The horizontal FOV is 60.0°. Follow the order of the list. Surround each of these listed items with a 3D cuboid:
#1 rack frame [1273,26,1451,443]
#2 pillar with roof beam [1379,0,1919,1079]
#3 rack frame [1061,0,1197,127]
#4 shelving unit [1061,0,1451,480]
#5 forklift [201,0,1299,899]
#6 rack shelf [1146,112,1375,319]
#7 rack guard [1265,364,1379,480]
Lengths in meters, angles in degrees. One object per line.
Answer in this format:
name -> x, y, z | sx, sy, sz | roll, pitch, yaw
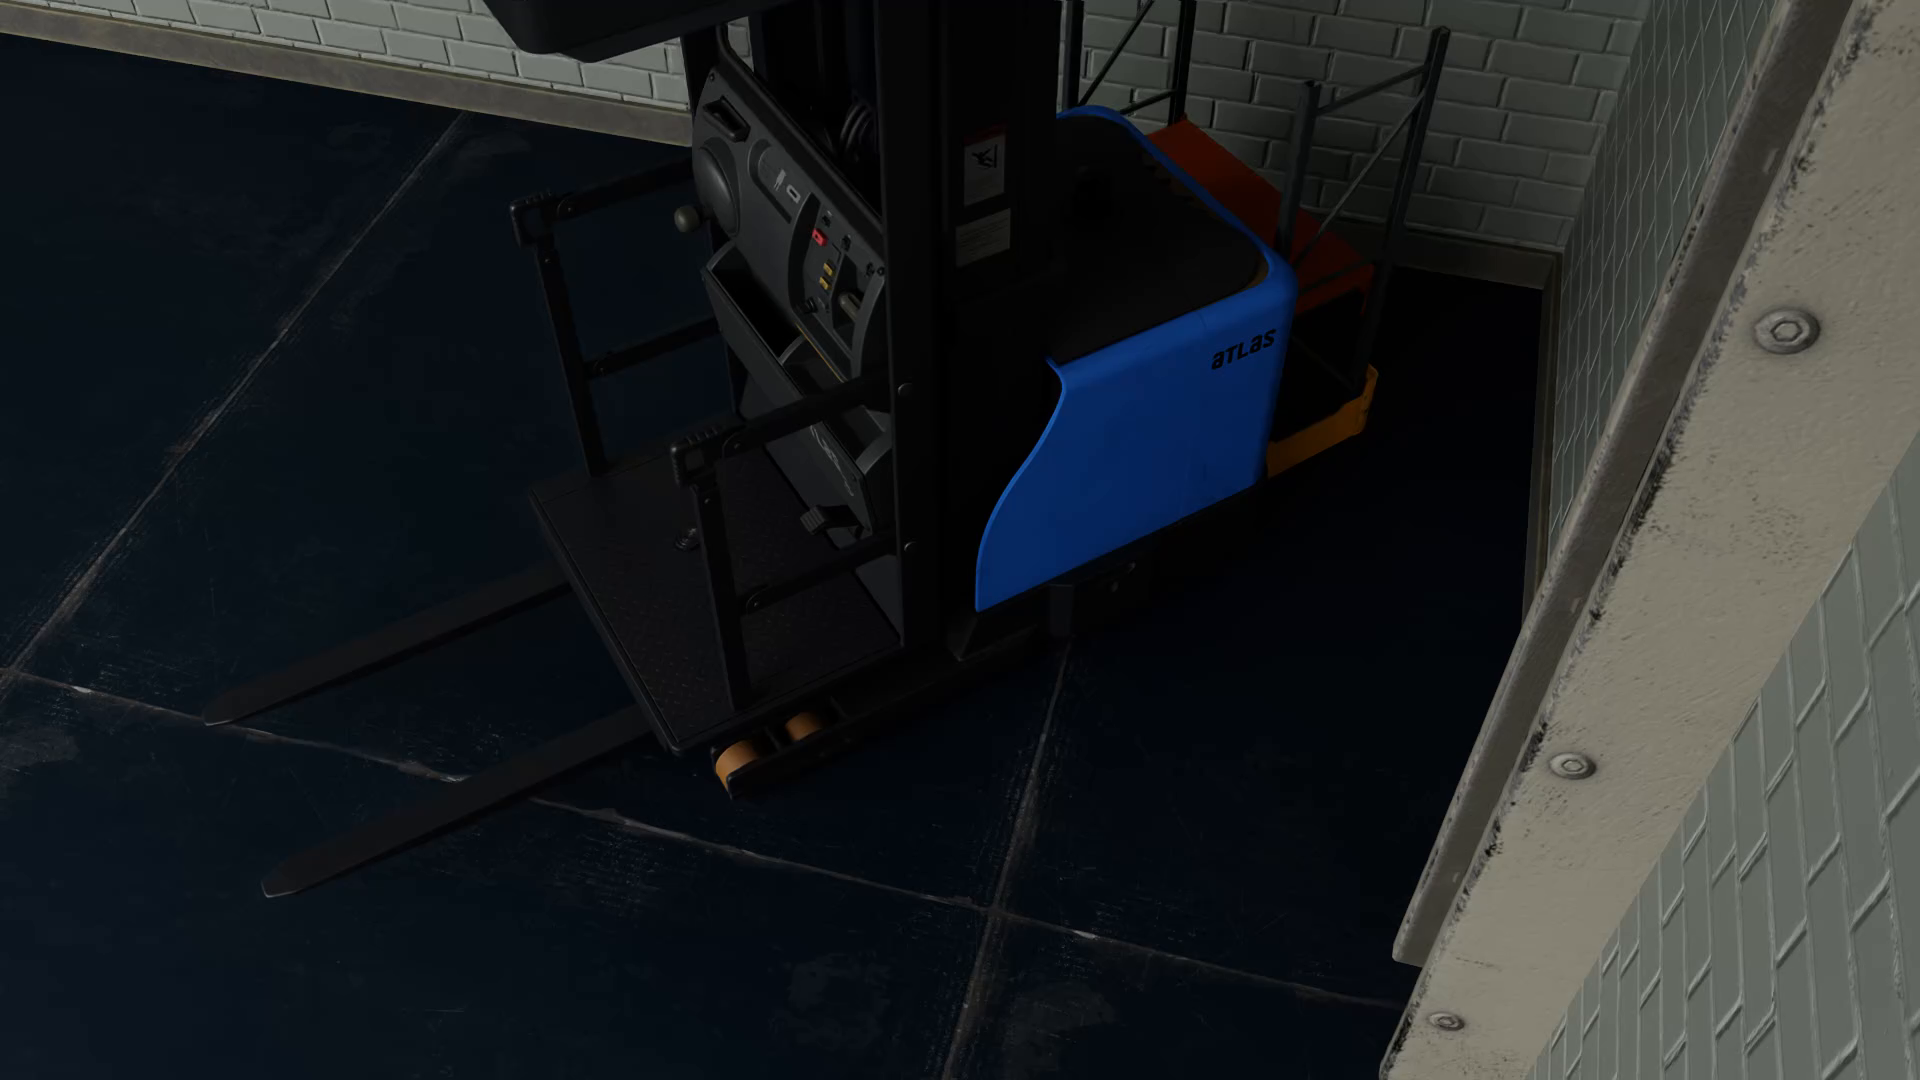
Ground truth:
rack frame -> 1.099, -0.775, 4.933 | 0.500, 1.500, 0.032 | -26, 54, -21
pillar with roof beam -> -2.926, -2.612, 1.553 | 9.100, 9.000, 0.400 | 12, 50, 10
rack frame -> 0.543, -1.413, 5.497 | 0.500, 1.500, 0.032 | -26, 54, -21
shelving unit -> 0.826, -1.088, 5.210 | 0.587, 1.500, 1.083 | -26, 54, -21
forklift -> -0.601, -0.717, 3.928 | 3.031, 2.935, 1.130 | -24, 53, -20
rack shelf -> 0.821, -0.975, 5.350 | 0.538, 0.185, 1.000 | -26, 54, -21
rack guard -> 1.098, -0.362, 5.403 | 0.587, 0.250, 0.087 | -26, 54, -21
